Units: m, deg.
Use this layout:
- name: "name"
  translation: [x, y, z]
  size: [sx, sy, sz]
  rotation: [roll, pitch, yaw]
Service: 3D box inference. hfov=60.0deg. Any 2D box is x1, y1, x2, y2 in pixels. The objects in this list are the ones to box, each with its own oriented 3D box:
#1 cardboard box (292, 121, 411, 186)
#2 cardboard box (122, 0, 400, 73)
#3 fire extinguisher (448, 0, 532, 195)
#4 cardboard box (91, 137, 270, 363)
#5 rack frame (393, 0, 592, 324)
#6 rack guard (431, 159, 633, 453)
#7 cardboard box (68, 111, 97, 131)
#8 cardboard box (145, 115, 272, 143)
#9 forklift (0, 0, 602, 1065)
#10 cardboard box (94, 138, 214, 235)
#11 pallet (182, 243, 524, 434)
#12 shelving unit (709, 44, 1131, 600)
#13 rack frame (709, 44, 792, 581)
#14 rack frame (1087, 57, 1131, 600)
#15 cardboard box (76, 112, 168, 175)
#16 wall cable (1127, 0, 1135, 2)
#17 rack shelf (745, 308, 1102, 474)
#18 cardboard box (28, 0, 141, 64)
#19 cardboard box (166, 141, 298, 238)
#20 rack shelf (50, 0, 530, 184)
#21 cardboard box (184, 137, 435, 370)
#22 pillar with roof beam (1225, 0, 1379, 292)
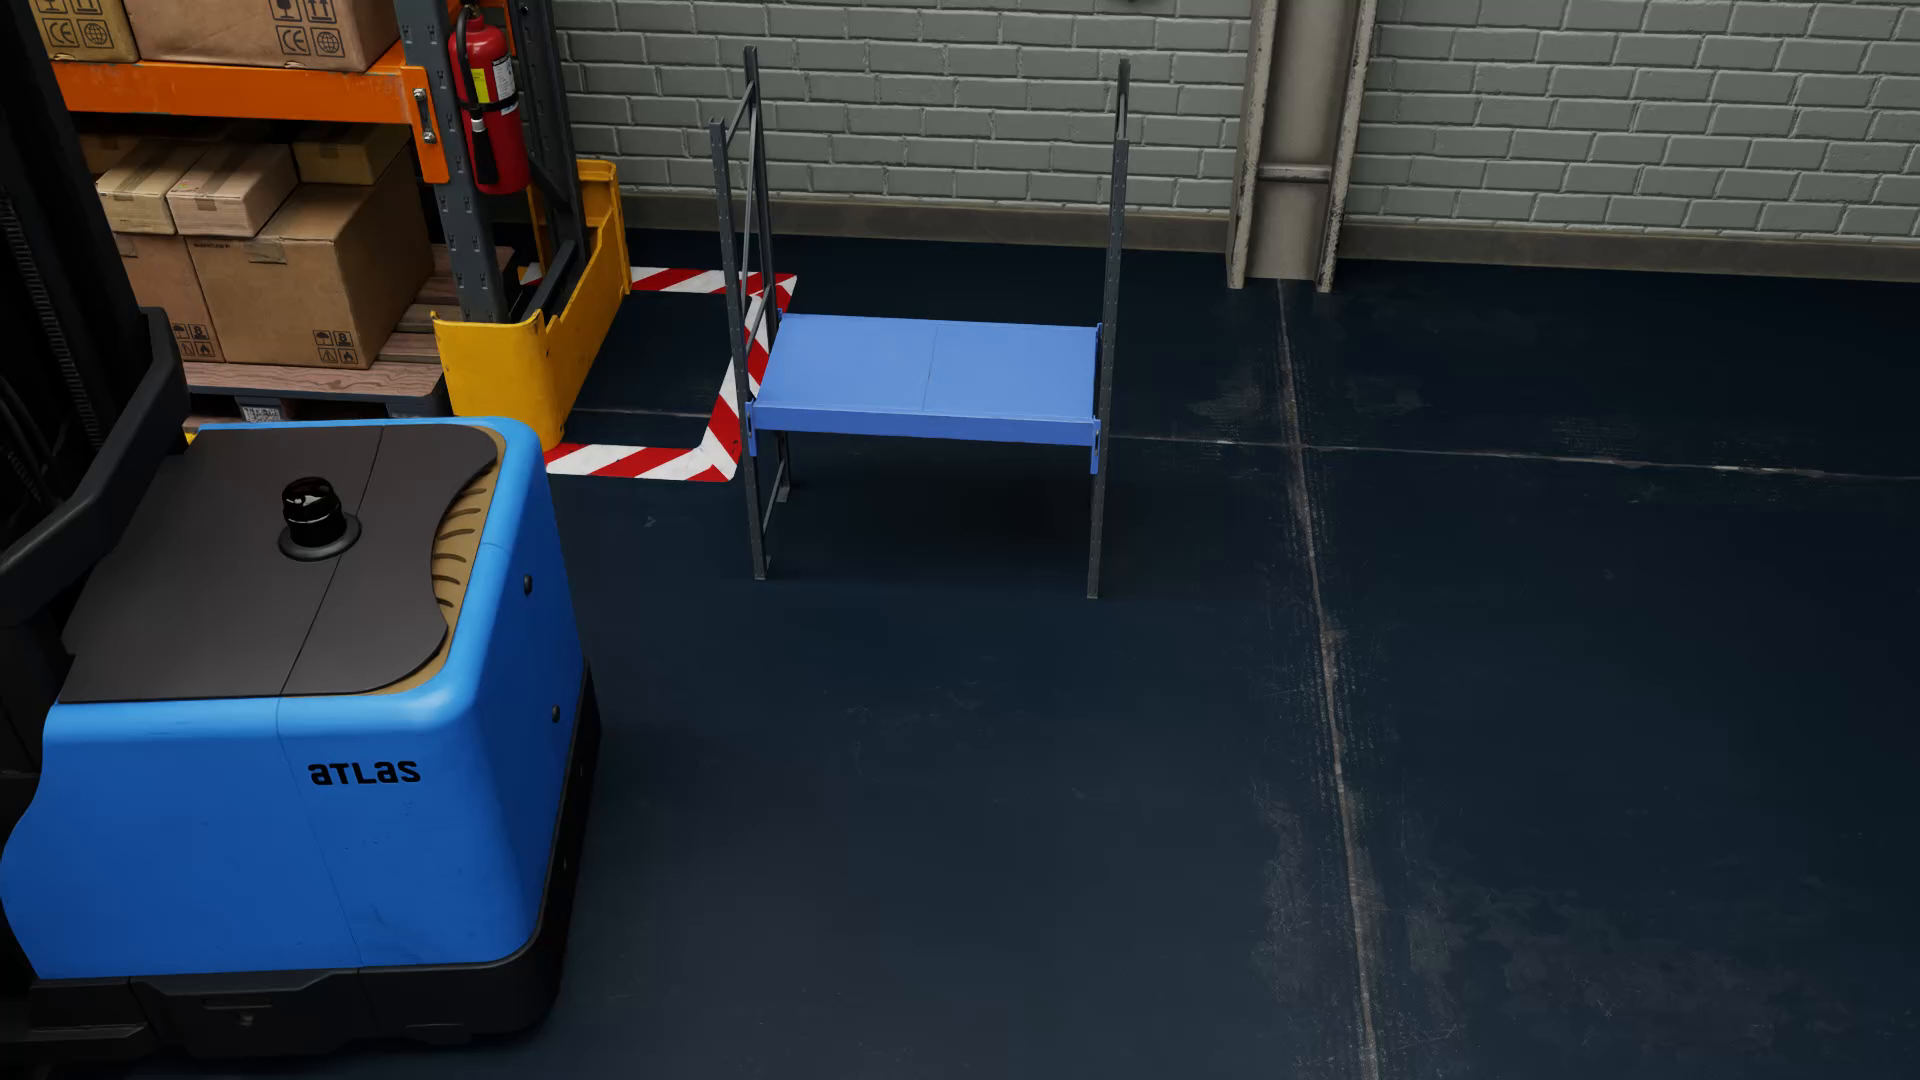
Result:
- name: "cardboard box"
  translation: [-2.076, -1.370, 5.690]
  size: [0.250, 0.149, 0.380]
  rotation: [3, 39, 4]
- name: "cardboard box"
  translation: [-2.021, -1.968, 5.055]
  size: [0.700, 0.700, 0.980]
  rotation: [5, 39, 6]
- name: "fire extinguisher"
  translation: [-1.402, -1.357, 4.898]
  size: [0.183, 0.674, 0.296]
  rotation: [3, 39, 4]
- name: "cardboard box"
  translation: [-2.717, -1.026, 5.782]
  size: [0.500, 0.500, 0.700]
  rotation: [3, 39, 4]
- name: "rack frame"
  translation: [-1.512, -1.831, 5.123]
  size: [0.127, 3.000, 1.000]
  rotation: [3, 39, 4]
- name: "rack guard"
  translation: [-1.488, -0.860, 5.910]
  size: [0.348, 0.500, 1.175]
  rotation: [3, 39, 4]
- name: "cardboard box"
  translation: [-3.084, -1.424, 5.757]
  size: [0.250, 0.149, 0.380]
  rotation: [4, 39, 4]
- name: "cardboard box"
  translation: [-2.581, -1.397, 5.724]
  size: [0.250, 0.149, 0.380]
  rotation: [3, 39, 4]
- name: "forklift"
  translation: [-2.464, -0.255, 3.241]
  size: [3.031, 2.935, 1.130]
  rotation: [-2, 39, -2]
- name: "cardboard box"
  translation: [-2.617, -1.157, 5.428]
  size: [0.250, 0.149, 0.380]
  rotation: [4, 39, 5]
- name: "pallet"
  translation: [-2.316, -0.743, 5.996]
  size: [1.213, 0.211, 1.003]
  rotation: [3, 39, 4]
- name: "shelving unit"
  translation: [-0.085, -0.586, 4.782]
  size: [1.048, 1.500, 0.538]
  rotation: [3, 39, 4]
- name: "rack frame"
  translation: [-0.591, -0.614, 4.816]
  size: [0.032, 1.500, 0.500]
  rotation: [3, 39, 4]
- name: "rack frame"
  translation: [0.421, -0.559, 4.748]
  size: [0.032, 1.500, 0.500]
  rotation: [3, 39, 4]
- name: "cardboard box"
  translation: [-2.831, -1.411, 5.741]
  size: [0.250, 0.149, 0.380]
  rotation: [3, 39, 4]
- name: "wall cable"
  translation: [-0.155, -2.750, 5.447]
  size: [1.851, 1.984, 0.084]
  rotation: [3, 39, 4]
- name: "rack shelf"
  translation: [-0.085, -0.447, 4.896]
  size: [1.000, 0.185, 0.538]
  rotation: [3, 39, 4]
- name: "cardboard box"
  translation: [-2.747, -2.001, 5.095]
  size: [0.700, 0.700, 0.980]
  rotation: [3, 39, 3]
- name: "cardboard box"
  translation: [-2.362, -1.143, 5.412]
  size: [0.250, 0.149, 0.380]
  rotation: [3, 39, 3]
- name: "rack shelf"
  translation: [-3.505, -1.660, 5.484]
  size: [4.000, 0.370, 1.077]
  rotation: [3, 39, 4]
- name: "cardboard box"
  translation: [-2.218, -0.999, 5.749]
  size: [0.500, 0.500, 0.700]
  rotation: [3, 39, 4]
- name: "pillar with roof beam"
  translation: [0.881, -1.847, 0.390]
  size: [0.400, 9.000, 9.100]
  rotation: [3, 39, 4]
